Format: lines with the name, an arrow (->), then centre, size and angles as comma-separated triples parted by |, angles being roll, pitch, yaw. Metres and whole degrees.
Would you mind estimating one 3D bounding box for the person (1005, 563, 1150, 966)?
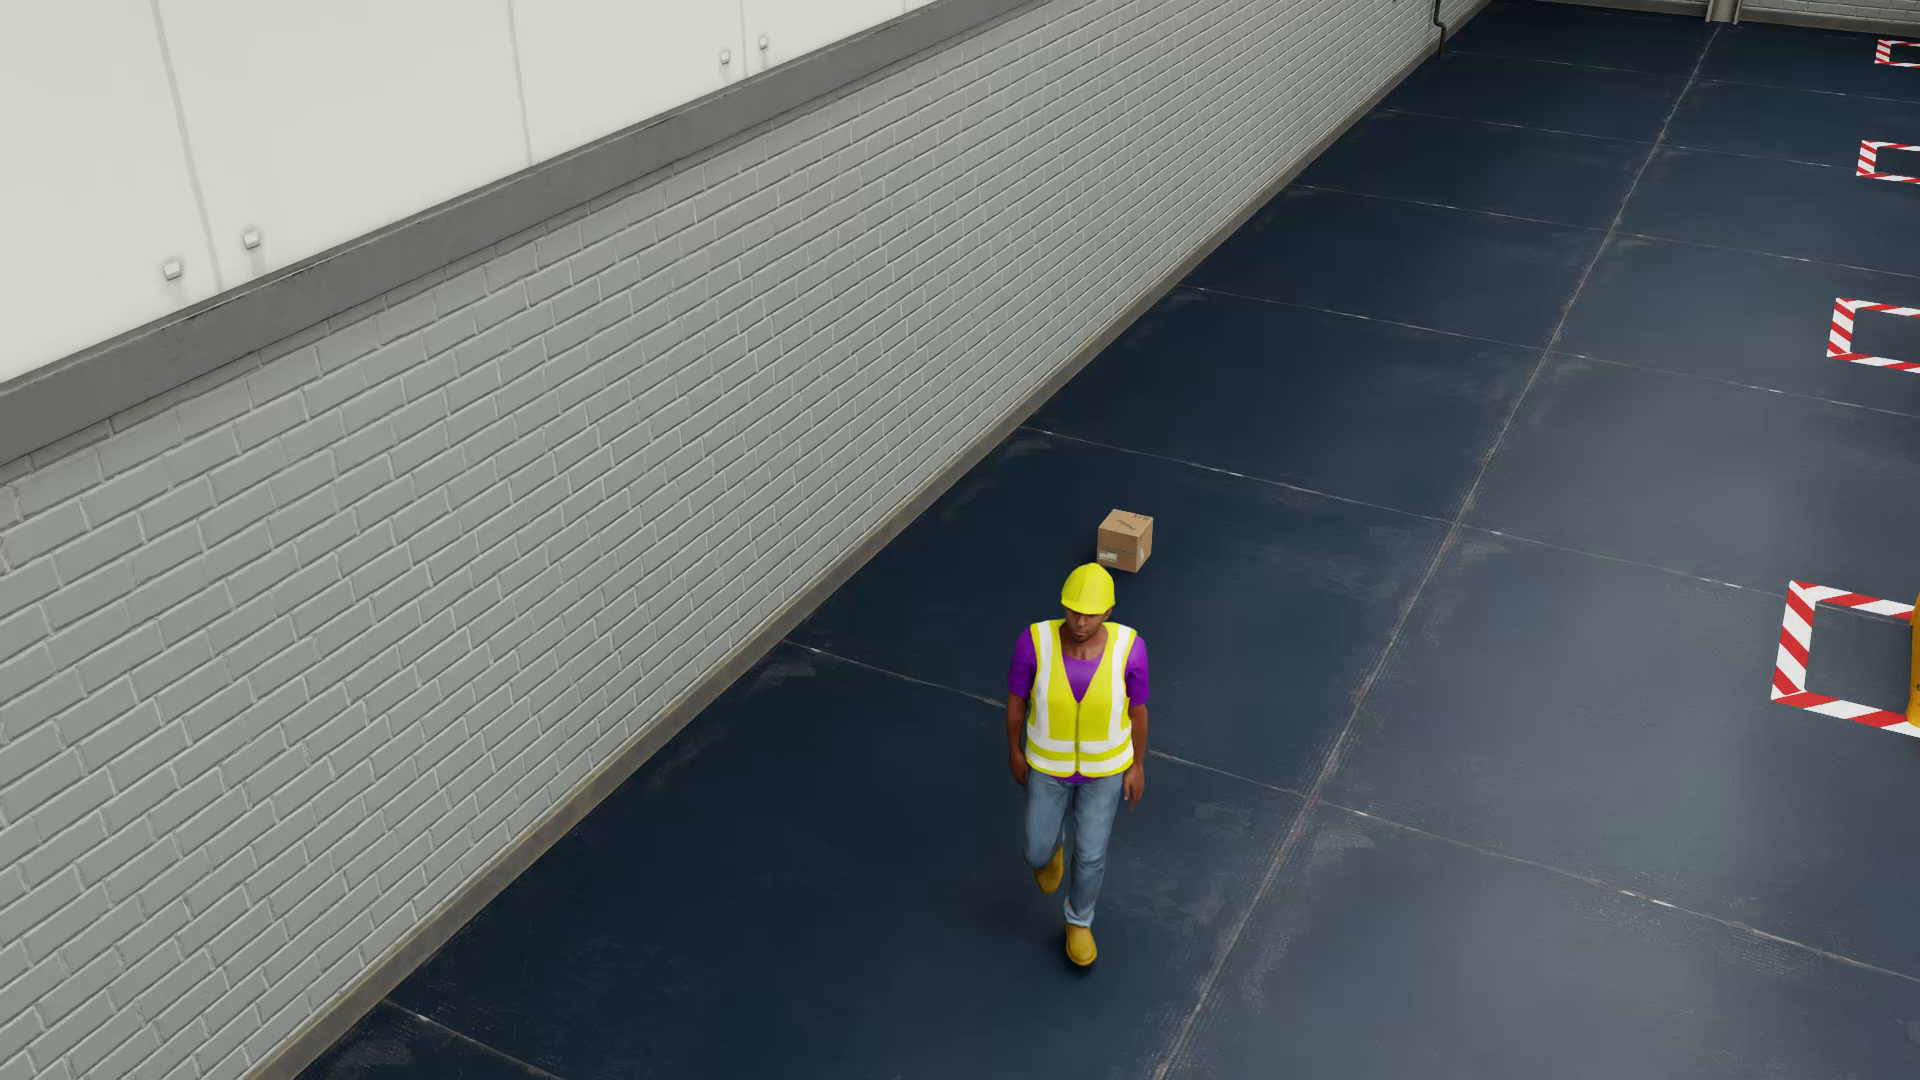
person -> 0.464, 0.873, 6.709 | 0.571, 1.756, 0.606 | 2, 30, 4
